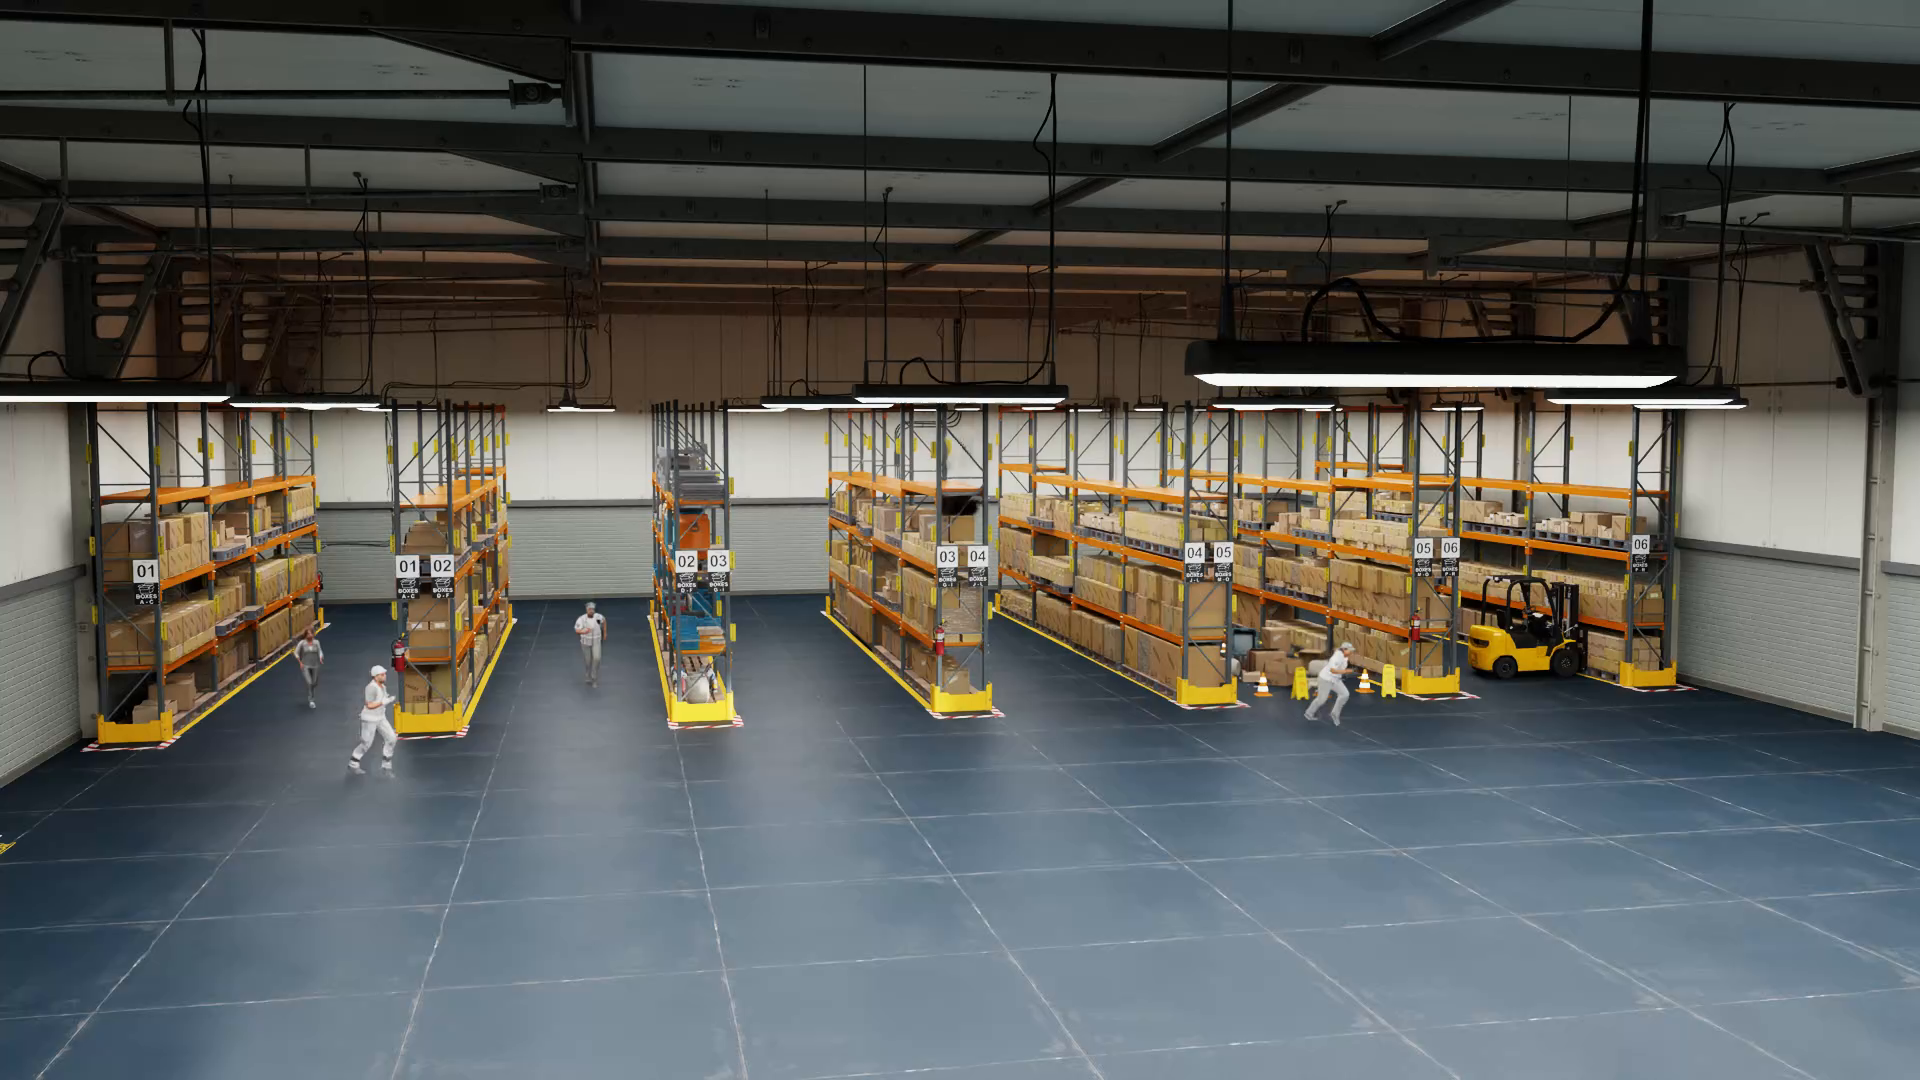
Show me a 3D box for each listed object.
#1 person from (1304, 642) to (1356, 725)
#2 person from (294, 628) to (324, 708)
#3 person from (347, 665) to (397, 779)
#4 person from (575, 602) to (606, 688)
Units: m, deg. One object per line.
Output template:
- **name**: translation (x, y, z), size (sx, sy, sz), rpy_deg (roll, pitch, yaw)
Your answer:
- **person**: translation (6.854, 2.654, 30.769), size (0.965, 1.592, 0.606), rpy_deg (3, 5, 35)
- **person**: translation (-12.811, 2.494, 32.694), size (0.525, 1.561, 0.681), rpy_deg (-3, 5, -33)
- **person**: translation (-9.233, 2.878, 26.110), size (0.877, 1.842, 0.632), rpy_deg (1, 4, 12)
- **person**: translation (-7.796, 2.208, 35.134), size (0.686, 1.830, 0.876), rpy_deg (-2, 5, -21)
